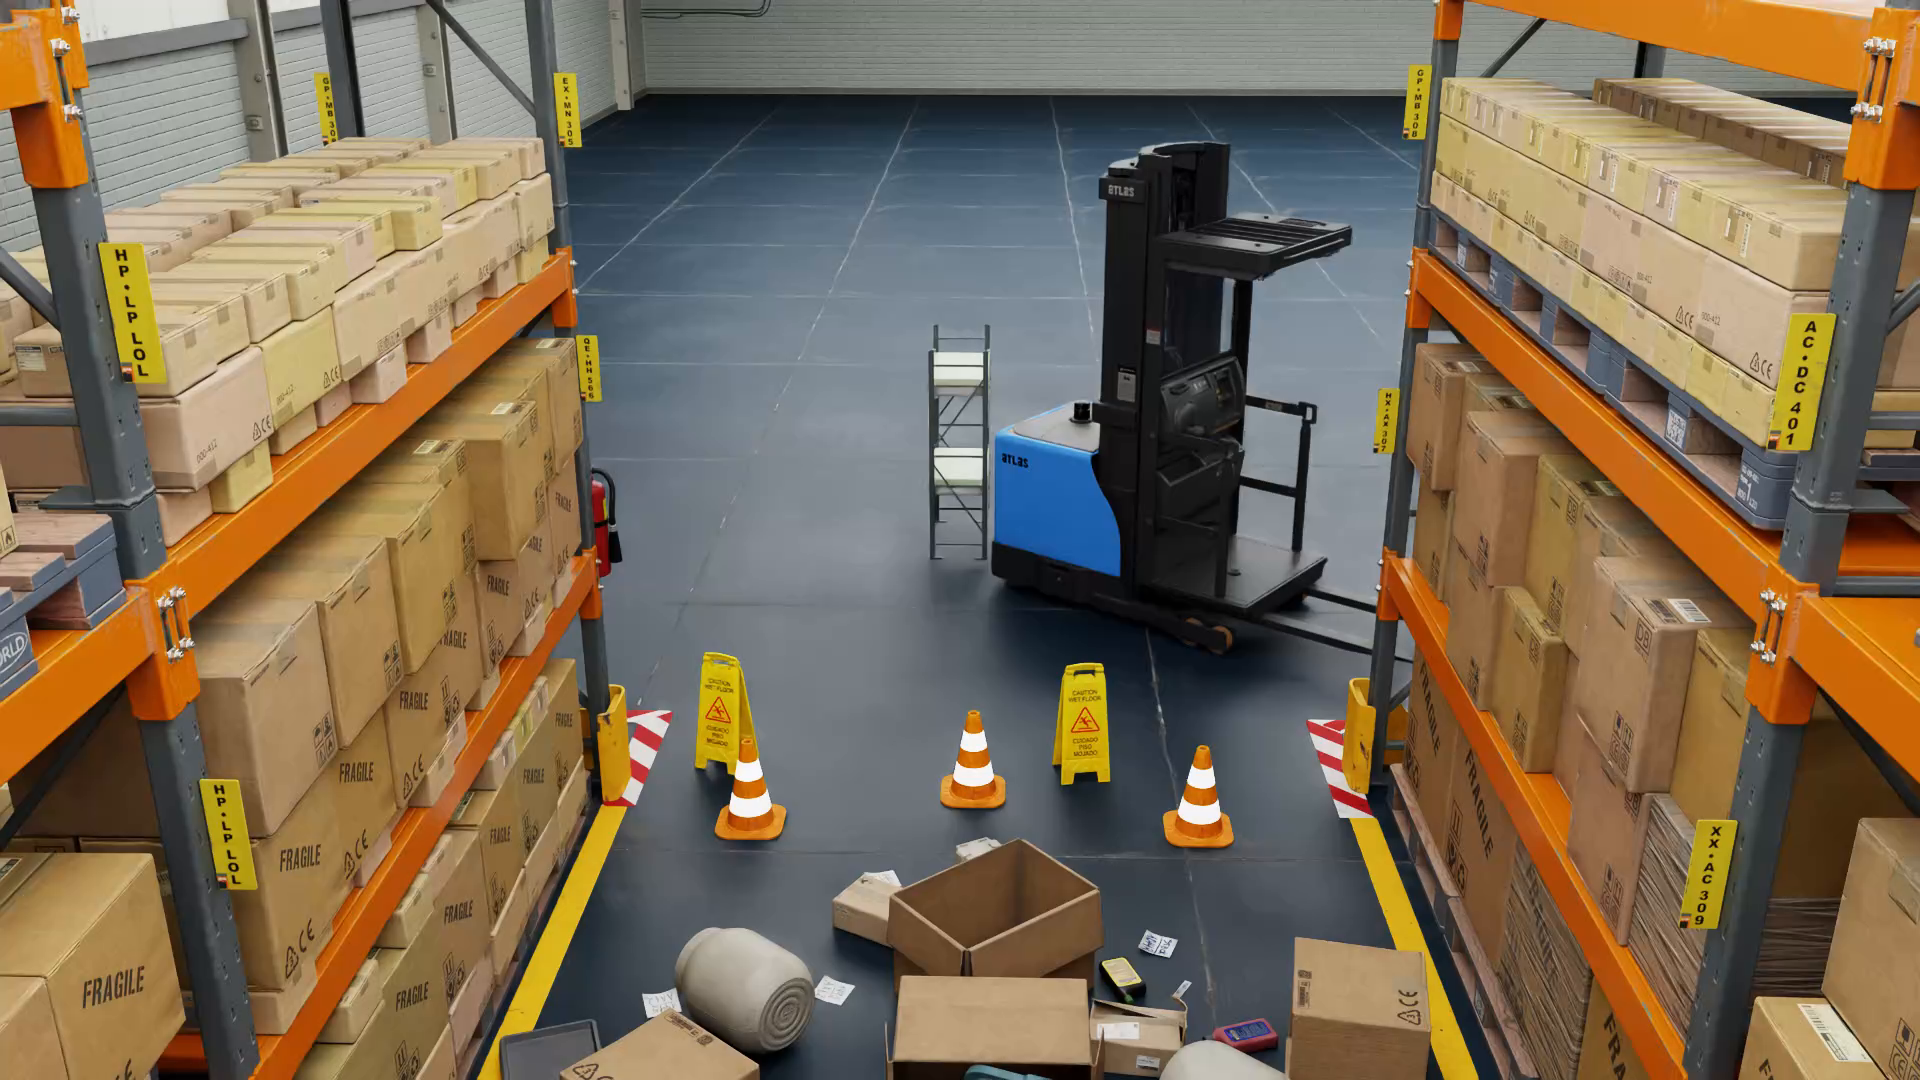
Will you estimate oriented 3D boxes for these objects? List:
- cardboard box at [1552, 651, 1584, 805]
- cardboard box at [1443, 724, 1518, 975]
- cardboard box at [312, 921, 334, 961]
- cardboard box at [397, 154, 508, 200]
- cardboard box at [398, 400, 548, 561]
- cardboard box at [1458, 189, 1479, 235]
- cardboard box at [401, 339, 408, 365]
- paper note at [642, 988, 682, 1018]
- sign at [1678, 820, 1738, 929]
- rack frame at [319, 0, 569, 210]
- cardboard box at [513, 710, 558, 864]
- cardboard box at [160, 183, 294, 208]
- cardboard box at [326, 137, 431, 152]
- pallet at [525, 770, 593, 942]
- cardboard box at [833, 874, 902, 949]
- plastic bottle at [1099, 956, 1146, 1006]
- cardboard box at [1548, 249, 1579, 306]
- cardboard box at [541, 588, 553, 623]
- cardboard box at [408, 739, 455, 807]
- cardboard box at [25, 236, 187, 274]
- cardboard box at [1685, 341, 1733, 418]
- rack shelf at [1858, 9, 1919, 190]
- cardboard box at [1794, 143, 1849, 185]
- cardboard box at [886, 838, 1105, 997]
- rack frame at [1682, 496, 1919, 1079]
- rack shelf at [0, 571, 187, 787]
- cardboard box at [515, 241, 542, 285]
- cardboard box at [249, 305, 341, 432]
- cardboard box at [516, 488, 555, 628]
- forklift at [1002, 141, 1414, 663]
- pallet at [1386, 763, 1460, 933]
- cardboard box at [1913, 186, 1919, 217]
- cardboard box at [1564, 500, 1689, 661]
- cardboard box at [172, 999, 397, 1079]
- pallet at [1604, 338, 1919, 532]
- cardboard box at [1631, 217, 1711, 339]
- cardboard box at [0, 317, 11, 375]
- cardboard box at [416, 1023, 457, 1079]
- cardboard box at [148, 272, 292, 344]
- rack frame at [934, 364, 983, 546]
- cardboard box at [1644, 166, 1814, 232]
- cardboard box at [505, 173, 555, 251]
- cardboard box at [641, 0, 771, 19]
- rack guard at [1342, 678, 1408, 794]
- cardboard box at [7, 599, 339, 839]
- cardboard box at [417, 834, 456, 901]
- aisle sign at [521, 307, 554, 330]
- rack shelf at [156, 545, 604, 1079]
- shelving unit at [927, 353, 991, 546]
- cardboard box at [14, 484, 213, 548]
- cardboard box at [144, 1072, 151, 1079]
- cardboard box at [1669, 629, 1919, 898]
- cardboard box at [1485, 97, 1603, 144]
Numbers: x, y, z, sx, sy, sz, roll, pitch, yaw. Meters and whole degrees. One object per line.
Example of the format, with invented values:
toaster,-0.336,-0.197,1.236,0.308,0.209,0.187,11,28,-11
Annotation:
cardboard box,2.628,0.722,5.815,0.875,0.550,0.550,1,21,2
cardboard box,2.643,1.231,7.067,0.875,0.875,0.875,0,21,1
cardboard box,-2.164,1.215,5.098,0.380,0.149,0.250,1,21,3
cardboard box,-2.079,-1.488,6.816,0.380,0.149,0.250,0,21,1
cardboard box,-2.061,-0.242,6.574,0.700,0.500,0.500,0,21,1
cardboard box,2.277,-1.349,6.840,0.380,0.149,0.250,1,21,2
cardboard box,-2.147,-0.650,5.757,0.380,0.149,0.250,1,21,2
paper note,-1.252,1.941,6.983,0.142,0.019,0.148,-7,22,-17
sign,1.946,0.872,4.329,0.100,0.325,0.005,1,21,2
rack frame,-2.328,-2.943,7.174,1.000,3.000,0.127,1,21,2
cardboard box,-2.104,1.072,7.304,0.500,0.500,0.500,1,21,4
cardboard box,-2.688,-1.218,6.119,0.380,0.149,0.250,1,21,3
cardboard box,-2.543,-1.673,7.292,0.380,0.149,0.250,0,21,1
pallet,-2.391,1.475,7.936,1.003,0.211,1.213,1,21,2
cardboard box,-0.349,1.679,7.497,0.380,0.149,0.250,13,25,29
plastic bottle,0.706,1.884,7.088,0.133,0.061,0.283,-7,22,-17
cardboard box,2.238,-0.893,5.665,0.380,0.149,0.250,1,21,1
cardboard box,-2.052,0.294,7.472,0.380,0.149,0.250,0,21,1
cardboard box,-2.071,0.844,6.053,0.380,0.149,0.250,1,21,2
cardboard box,-2.642,-0.847,5.163,0.380,0.149,0.250,0,21,1
cardboard box,2.200,-0.432,4.477,0.380,0.149,0.250,1,21,3
rack shelf,2.440,-0.234,1.739,1.077,0.370,4.000,1,21,2
cardboard box,2.889,-1.165,5.265,0.380,0.149,0.250,1,21,2
cardboard box,0.149,1.681,7.002,0.797,0.503,0.637,-16,26,-35
rack frame,2.501,1.318,4.485,1.000,3.000,0.127,1,21,2
rack shelf,-2.511,0.960,2.255,1.077,0.370,4.000,1,21,2
cardboard box,-2.034,-1.205,7.189,0.380,0.149,0.250,1,21,2
cardboard box,-2.156,-0.510,4.845,0.500,0.250,0.500,0,21,1
cardboard box,-2.089,0.049,7.207,0.500,0.500,0.500,1,21,2
forklift,1.679,-0.882,10.251,3.031,2.935,1.121,16,26,35
pallet,2.676,1.462,7.970,1.003,0.211,1.213,1,21,2
cardboard box,2.866,-0.889,4.553,0.380,0.149,0.250,0,21,1
cardboard box,2.601,0.218,5.621,0.875,0.550,0.550,1,21,2
cardboard box,-2.162,1.826,5.359,0.500,0.500,0.500,2,21,4
pallet,2.536,-0.335,4.721,1.003,0.211,1.213,1,21,2
cardboard box,2.275,-0.755,4.759,0.500,0.250,0.500,1,21,1
cardboard box,-2.659,-0.470,4.192,0.380,0.149,0.250,1,21,3
cardboard box,-2.157,1.983,5.993,0.500,0.250,0.500,2,21,5
cardboard box,-2.118,-0.653,4.663,0.380,0.149,0.250,0,21,0
rack frame,-0.012,-0.569,11.423,0.380,1.308,0.010,1,21,2
cardboard box,2.217,-0.986,4.802,0.380,0.149,0.250,1,21,3
cardboard box,-2.074,-1.425,7.205,0.500,0.250,0.500,0,21,1
cardboard box,0.030,-6.989,21.893,15.973,2.526,34.102,1,21,2
rack guard,2.623,1.028,8.687,1.175,0.500,0.348,1,21,2
cardboard box,-2.220,0.492,4.683,0.700,0.500,0.500,0,21,1
cardboard box,-2.079,1.196,6.087,0.380,0.149,0.250,2,21,5
aisle sign,-2.037,-1.377,7.838,0.394,0.787,0.004,1,21,2
rack shelf,-2.389,0.912,6.525,1.077,0.370,4.000,1,21,2
shelving unit,0.000,-0.700,11.759,0.431,1.308,0.731,1,21,2
cardboard box,-2.193,-0.092,4.321,0.380,0.149,0.250,0,21,1
cardboard box,-2.190,1.411,4.014,0.380,0.149,0.250,1,21,2
cardboard box,2.488,1.329,1.204,0.882,1.673,7.424,0,21,1
cardboard box,2.270,-1.632,6.468,0.380,0.149,0.250,1,21,2
